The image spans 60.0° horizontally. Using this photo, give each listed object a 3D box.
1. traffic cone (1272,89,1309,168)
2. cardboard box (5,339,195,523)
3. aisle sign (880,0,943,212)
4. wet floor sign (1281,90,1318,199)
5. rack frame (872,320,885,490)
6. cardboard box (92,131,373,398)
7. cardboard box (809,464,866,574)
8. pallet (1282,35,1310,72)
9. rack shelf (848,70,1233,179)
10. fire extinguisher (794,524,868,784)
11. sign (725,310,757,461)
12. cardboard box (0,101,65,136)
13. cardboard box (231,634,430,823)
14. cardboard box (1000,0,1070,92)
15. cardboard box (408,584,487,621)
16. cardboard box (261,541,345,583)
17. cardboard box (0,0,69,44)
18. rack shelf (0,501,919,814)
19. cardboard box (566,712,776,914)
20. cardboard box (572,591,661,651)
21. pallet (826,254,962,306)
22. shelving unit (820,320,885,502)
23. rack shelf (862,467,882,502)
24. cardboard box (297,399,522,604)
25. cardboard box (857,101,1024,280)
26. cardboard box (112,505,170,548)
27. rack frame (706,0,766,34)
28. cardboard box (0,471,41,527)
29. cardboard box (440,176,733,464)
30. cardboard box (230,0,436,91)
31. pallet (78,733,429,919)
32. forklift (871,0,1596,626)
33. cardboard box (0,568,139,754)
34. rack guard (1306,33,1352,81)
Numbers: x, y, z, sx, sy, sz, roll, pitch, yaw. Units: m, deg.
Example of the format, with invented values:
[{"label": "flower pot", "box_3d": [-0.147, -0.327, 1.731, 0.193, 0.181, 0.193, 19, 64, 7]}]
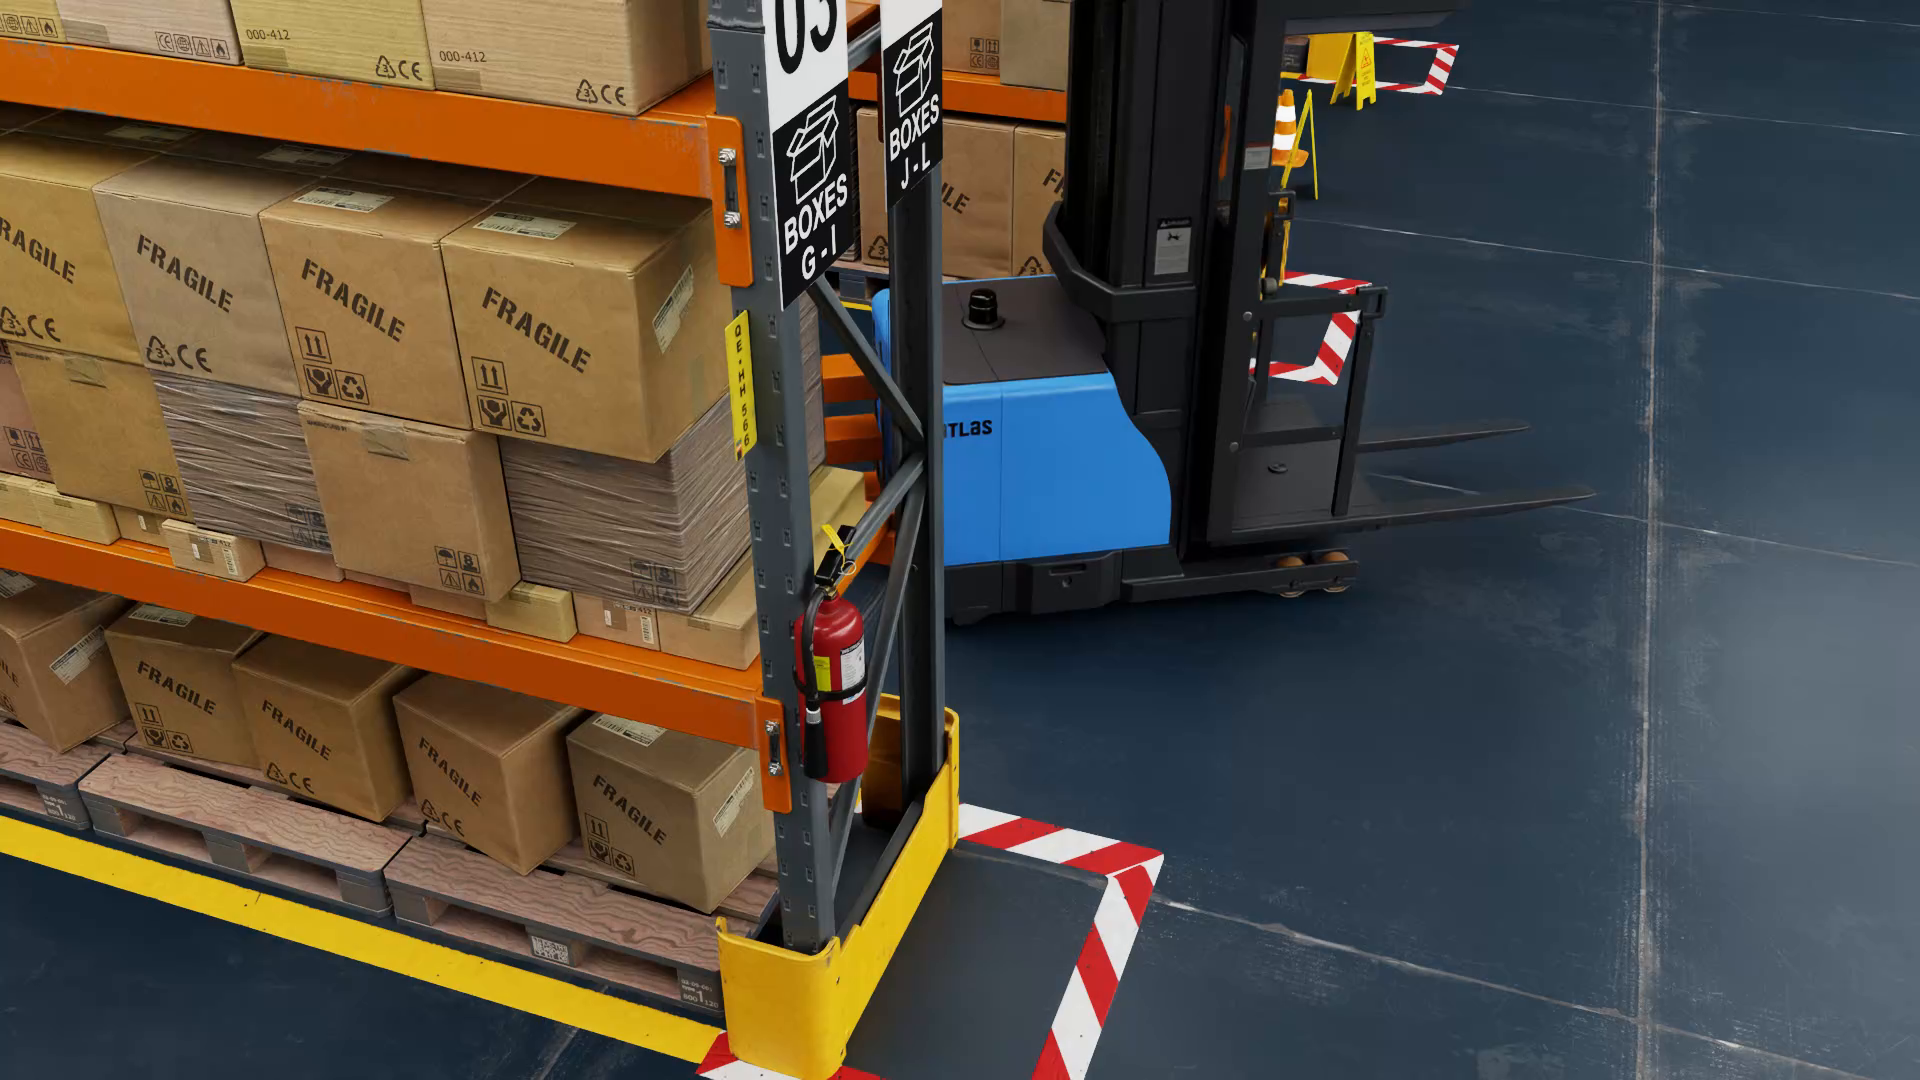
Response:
[{"label": "traffic cone", "box_3d": [2.176, -2.781, 11.131, 0.334, 0.463, 0.336, 11, 34, 16]}, {"label": "cardboard box", "box_3d": [-2.215, -0.519, 4.922, 0.500, 0.500, 0.875, 11, 34, 16]}, {"label": "aisle sign", "box_3d": [-0.113, -1.230, 3.993, 0.004, 0.787, 0.394, 11, 34, 16]}, {"label": "wet floor sign", "box_3d": [2.191, -2.527, 10.569, 0.232, 0.644, 0.267, 5, 33, 8]}, {"label": "rack frame", "box_3d": [-0.330, -0.390, 6.886, 0.008, 1.050, 0.200, -6, 33, -9]}, {"label": "cardboard box", "box_3d": [-1.816, -0.739, 4.341, 0.500, 0.500, 0.500, 11, 34, 16]}, {"label": "cardboard box", "box_3d": [-0.461, -0.064, 4.816, 0.250, 0.149, 0.380, 11, 34, 16]}, {"label": "pallet", "box_3d": [2.246, -4.065, 13.352, 1.213, 0.211, 1.003, 11, 34, 16]}, {"label": "rack shelf", "box_3d": [-0.387, -2.574, 9.134, 4.000, 0.370, 1.077, 11, 34, 16]}, {"label": "fire extinguisher", "box_3d": [-0.320, 0.293, 4.103, 0.183, 0.674, 0.296, 11, 34, 16]}, {"label": "sign", "box_3d": [-0.479, -0.336, 3.645, 0.005, 0.325, 0.100, 11, 34, 16]}, {"label": "cardboard box", "box_3d": [-2.759, -0.920, 4.622, 0.500, 0.500, 0.500, 11, 34, 16]}, {"label": "cardboard box", "box_3d": [-2.012, 0.539, 5.568, 0.500, 0.500, 0.500, 14, 35, 21]}, {"label": "cardboard box", "box_3d": [0.606, -2.707, 8.540, 0.550, 0.550, 0.875, 11, 34, 16]}, {"label": "cardboard box", "box_3d": [-1.329, 0.044, 4.649, 0.250, 0.149, 0.380, 11, 34, 16]}, {"label": "cardboard box", "box_3d": [-1.793, -0.058, 4.805, 0.250, 0.149, 0.380, 11, 34, 16]}, {"label": "cardboard box", "box_3d": [-2.238, -1.429, 4.071, 0.500, 0.250, 0.500, 10, 34, 16]}, {"label": "rack shelf", "box_3d": [-2.155, -0.060, 5.240, 4.000, 0.370, 1.077, 11, 34, 16]}, {"label": "cardboard box", "box_3d": [-0.855, 0.755, 5.233, 0.500, 0.500, 0.500, 18, 37, 25]}, {"label": "cardboard box", "box_3d": [-0.846, 0.117, 4.535, 0.250, 0.149, 0.380, 11, 34, 16]}, {"label": "pallet", "box_3d": [-0.428, -1.669, 9.641, 1.213, 0.211, 1.003, 11, 34, 16]}, {"label": "shelving unit", "box_3d": [-0.450, -0.378, 6.867, 0.252, 1.050, 0.215, -6, 33, -9]}, {"label": "rack shelf", "box_3d": [-0.450, -0.135, 7.024, 0.240, 0.259, 0.215, -6, 33, -9]}, {"label": "cardboard box", "box_3d": [-1.292, -0.308, 4.595, 0.500, 0.500, 0.875, 11, 34, 16]}, {"label": "cardboard box", "box_3d": [0.006, -2.044, 9.223, 0.875, 0.875, 0.875, 10, 34, 16]}, {"label": "cardboard box", "box_3d": [-2.270, -0.139, 4.932, 0.250, 0.149, 0.380, 11, 34, 16]}, {"label": "rack frame", "box_3d": [-0.273, -2.516, 2.851, 0.127, 3.000, 1.000, 11, 34, 16]}, {"label": "cardboard box", "box_3d": [-2.752, -0.213, 5.047, 0.250, 0.149, 0.380, 11, 34, 16]}, {"label": "cardboard box", "box_3d": [-0.874, -0.558, 4.060, 0.500, 0.500, 0.500, 11, 34, 16]}, {"label": "cardboard box", "box_3d": [-1.283, -1.242, 3.780, 0.500, 0.250, 0.500, 11, 35, 17]}, {"label": "pallet", "box_3d": [-2.242, 0.771, 5.862, 1.213, 0.211, 1.003, 11, 34, 16]}, {"label": "forklift", "box_3d": [1.188, -1.270, 6.516, 3.031, 2.935, 1.130, -6, 33, -9]}, {"label": "cardboard box", "box_3d": [-3.133, 0.340, 5.875, 0.500, 0.500, 0.500, 23, 39, 31]}, {"label": "rack guard", "box_3d": [2.999, -4.020, 13.015, 0.348, 0.500, 1.175, 11, 34, 16]}]
